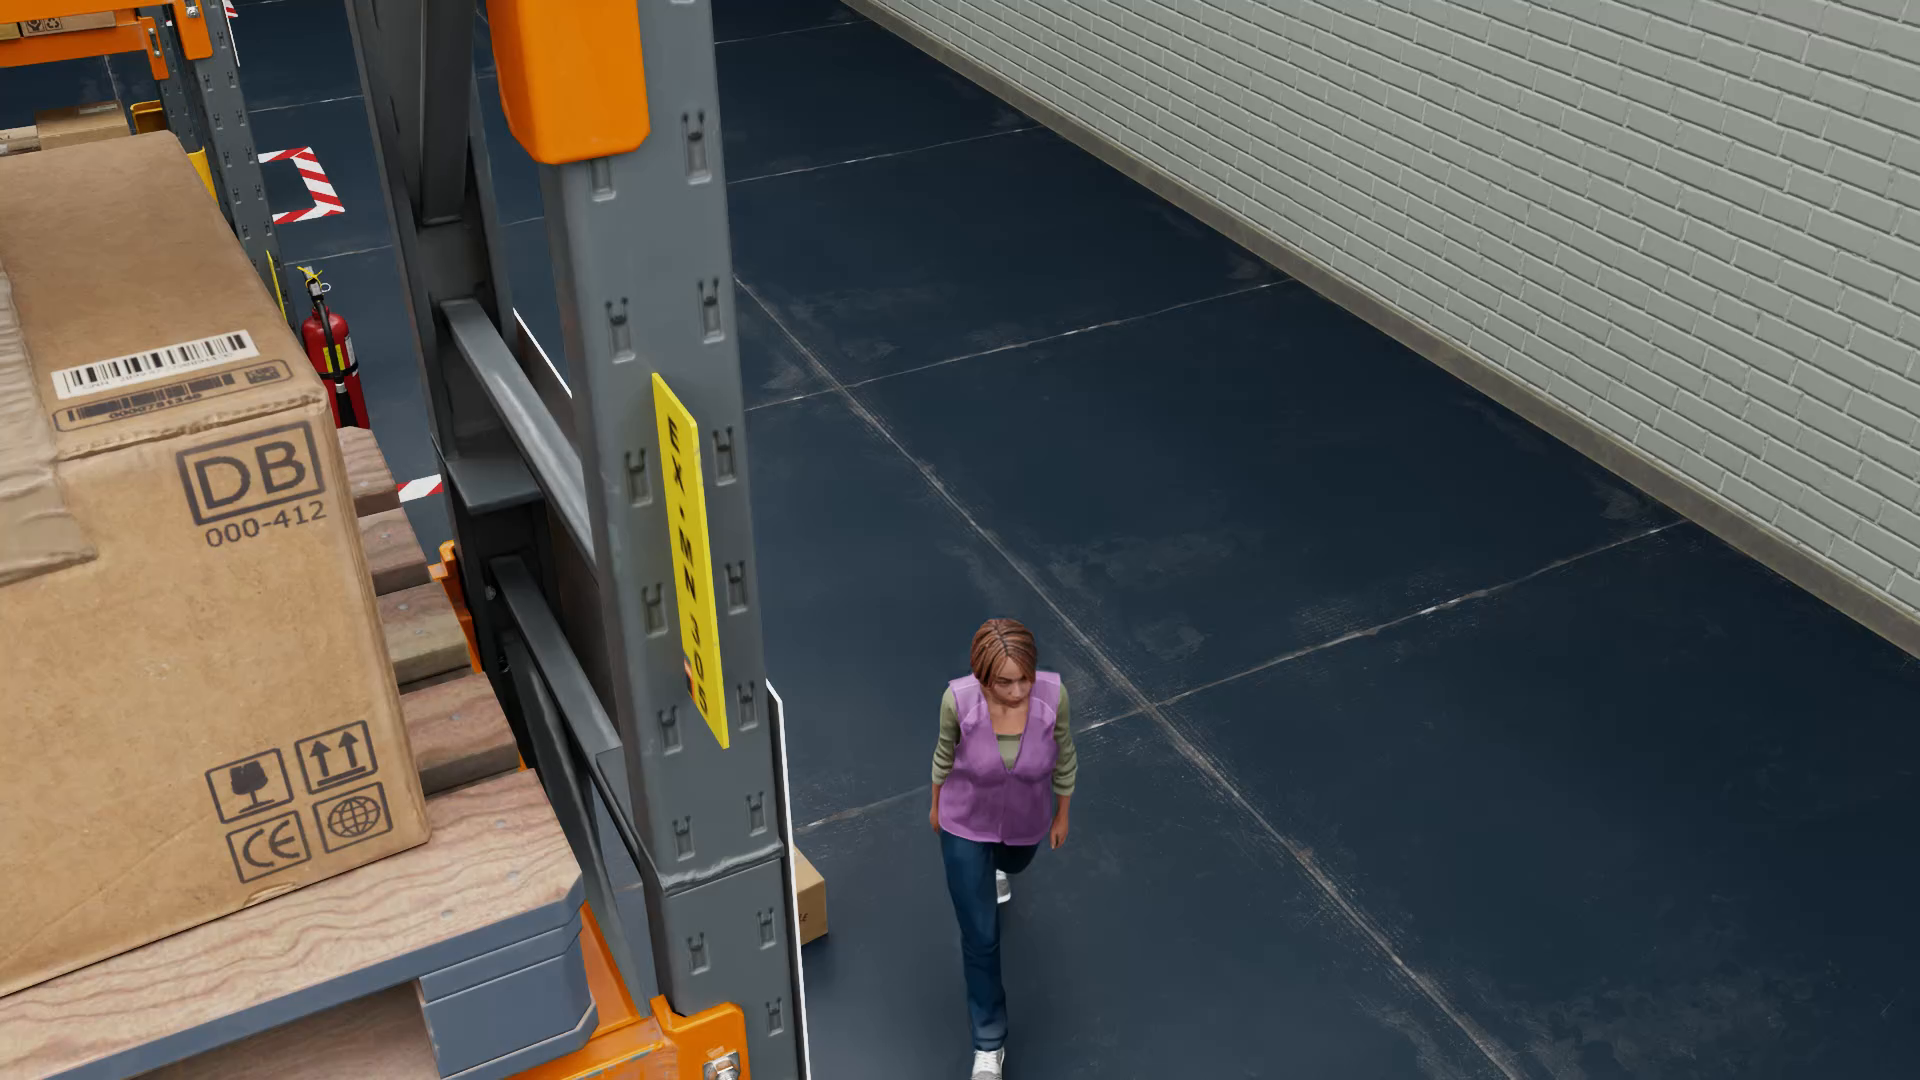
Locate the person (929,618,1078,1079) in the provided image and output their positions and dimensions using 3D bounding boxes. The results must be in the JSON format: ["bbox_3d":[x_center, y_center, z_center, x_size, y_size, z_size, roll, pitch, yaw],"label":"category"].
[{"bbox_3d":[0.125,0.792,4.981,0.420,1.531,1.006,-6,34,-10],"label":"person"}]
